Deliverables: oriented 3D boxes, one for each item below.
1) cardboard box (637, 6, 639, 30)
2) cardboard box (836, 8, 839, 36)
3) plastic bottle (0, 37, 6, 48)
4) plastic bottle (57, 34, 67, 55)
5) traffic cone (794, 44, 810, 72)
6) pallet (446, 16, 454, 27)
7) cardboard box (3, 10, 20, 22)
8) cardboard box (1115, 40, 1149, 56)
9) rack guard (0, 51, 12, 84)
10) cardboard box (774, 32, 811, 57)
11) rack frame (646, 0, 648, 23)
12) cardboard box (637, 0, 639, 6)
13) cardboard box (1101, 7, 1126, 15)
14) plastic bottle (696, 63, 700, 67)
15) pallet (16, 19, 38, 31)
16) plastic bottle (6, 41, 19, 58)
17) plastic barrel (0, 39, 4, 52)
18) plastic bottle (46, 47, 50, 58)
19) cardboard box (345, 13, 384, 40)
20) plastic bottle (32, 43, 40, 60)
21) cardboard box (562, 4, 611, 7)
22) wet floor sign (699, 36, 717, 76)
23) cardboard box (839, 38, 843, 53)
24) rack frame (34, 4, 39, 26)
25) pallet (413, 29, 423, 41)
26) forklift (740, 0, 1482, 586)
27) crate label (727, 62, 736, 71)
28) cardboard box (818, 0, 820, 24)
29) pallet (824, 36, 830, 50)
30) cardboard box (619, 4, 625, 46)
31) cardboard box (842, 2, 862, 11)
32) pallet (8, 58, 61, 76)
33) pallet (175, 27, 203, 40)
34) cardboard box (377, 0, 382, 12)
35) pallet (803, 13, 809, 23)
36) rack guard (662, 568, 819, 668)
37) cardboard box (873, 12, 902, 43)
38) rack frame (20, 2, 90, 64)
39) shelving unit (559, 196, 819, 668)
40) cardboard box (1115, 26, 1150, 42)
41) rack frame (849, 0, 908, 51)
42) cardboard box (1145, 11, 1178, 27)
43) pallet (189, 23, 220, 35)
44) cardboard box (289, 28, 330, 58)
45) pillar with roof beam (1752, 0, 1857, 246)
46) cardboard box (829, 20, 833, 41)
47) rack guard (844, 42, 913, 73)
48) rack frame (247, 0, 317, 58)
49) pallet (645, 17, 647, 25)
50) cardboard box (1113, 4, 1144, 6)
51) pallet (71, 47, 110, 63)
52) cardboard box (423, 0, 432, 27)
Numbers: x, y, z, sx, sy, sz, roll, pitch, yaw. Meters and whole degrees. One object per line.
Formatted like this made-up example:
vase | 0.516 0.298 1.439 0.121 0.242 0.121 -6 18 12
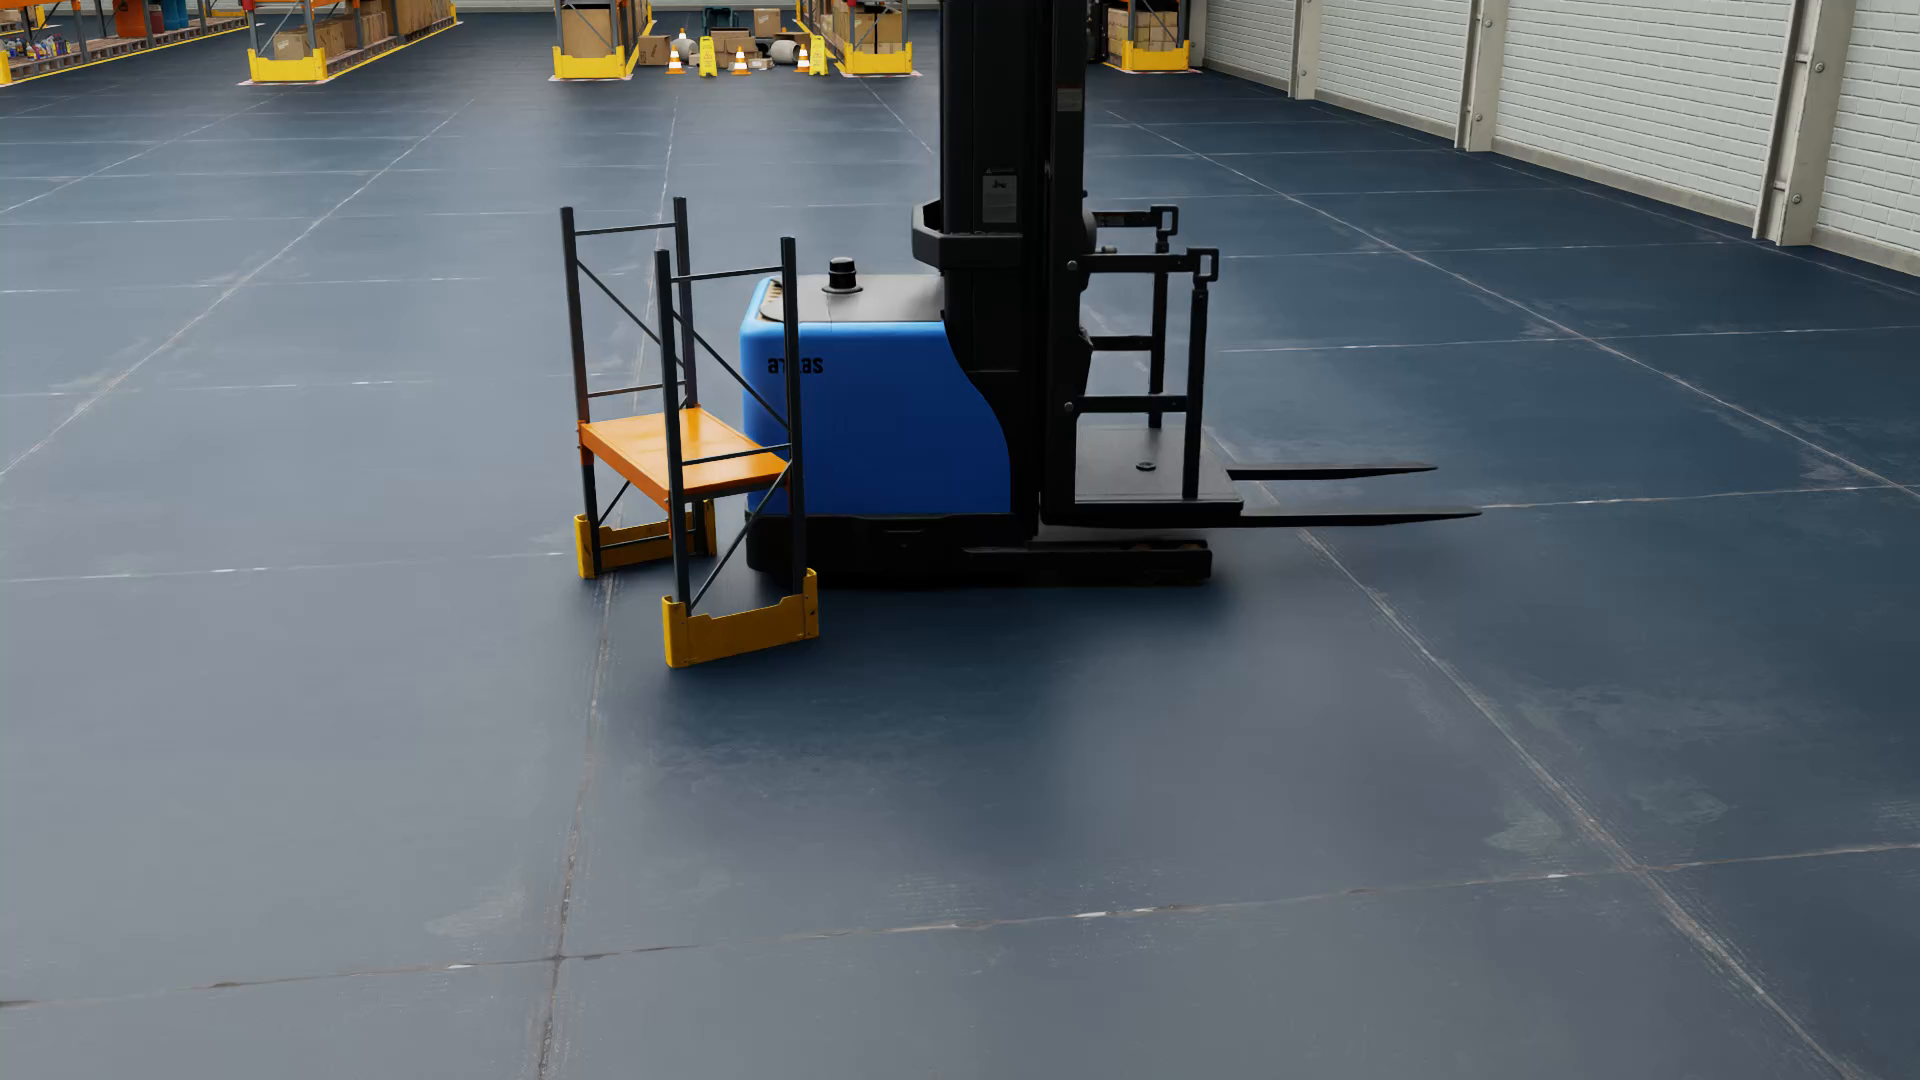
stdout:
cardboard box | -7.380 -11.543 36.808 0.500 0.500 0.500 -3 21 -7
cardboard box | -2.087 -9.843 31.541 0.500 0.500 0.500 -2 21 -6
plastic bottle | -16.908 -8.688 29.348 0.144 0.351 0.185 -3 21 -8
plastic bottle | -16.324 -8.993 30.164 0.144 0.351 0.185 -3 21 -9
traffic cone | -2.756 -8.496 29.303 0.336 0.463 0.334 -3 21 -8
pallet | -13.338 -13.061 41.885 1.003 0.211 1.213 -3 21 -8
cardboard box | -22.904 -12.554 39.843 0.500 0.250 0.500 -3 21 -8
cardboard box | 3.114 -8.908 30.109 0.500 0.250 0.500 -3 21 -7
rack guard | -16.183 -7.704 27.129 1.175 0.500 0.348 -3 21 -8
cardboard box | -3.186 -9.376 31.602 0.500 0.500 0.500 12 24 29
rack frame | -8.608 -14.856 42.704 1.000 3.000 0.127 -3 21 -8
cardboard box | -7.446 -12.061 37.123 0.500 0.250 0.500 -3 21 -7
cardboard box | 2.891 -9.900 31.335 0.500 0.250 0.500 -3 21 -9
plastic bottle | -4.723 -8.668 30.338 0.133 0.061 0.283 -11 23 -26
pallet | -23.207 -12.534 40.472 1.003 0.211 1.213 -3 21 -8
plastic bottle | -16.765 -8.669 29.405 0.152 0.276 0.135 -3 21 -8
plastic barrel | -16.368 -8.280 28.053 0.421 0.512 0.421 0 20 0
plastic bottle | -16.186 -8.649 29.455 0.097 0.201 0.097 0 20 0
cardboard box | -12.168 -10.483 33.942 0.700 0.500 0.500 -5 21 -12
plastic bottle | -16.093 -8.507 28.961 0.061 0.283 0.133 -3 21 -7
cardboard box | -6.593 -9.053 29.605 0.875 0.875 0.875 -3 21 -9
wet floor sign | -4.338 -8.303 28.525 0.267 0.644 0.232 -7 21 -17
cardboard box | -1.948 -9.136 30.721 0.500 0.250 0.500 -4 21 -10
rack frame | -23.334 -14.142 40.794 1.000 3.000 0.127 -3 21 -8
pallet | -12.589 -11.263 37.069 1.003 0.211 1.213 -3 21 -8
forklift | 0.637 -1.374 6.705 3.031 2.935 1.130 -1 20 -2
crate label | -3.980 -8.439 29.615 0.250 0.136 0.298 -15 25 -35
cardboard box | -2.841 -12.434 38.656 0.875 0.875 0.875 -2 21 -6
pallet | -2.287 -10.372 34.685 1.003 0.211 1.213 -3 21 -8
cardboard box | -7.056 -10.054 32.464 1.050 0.750 0.750 -3 21 -8
cardboard box | -1.943 -9.640 30.069 0.380 0.149 0.250 -3 21 -7
pallet | -16.467 -8.272 29.061 1.003 0.211 1.213 -3 21 -8
pallet | -17.785 -11.430 37.518 1.003 0.211 1.213 -3 21 -8
cardboard box | -12.251 -11.027 34.324 0.500 0.250 0.500 -2 21 -6
pallet | -3.531 -13.561 43.224 1.003 0.211 1.213 -3 21 -8
rack guard | -0.799 0.283 6.102 0.587 0.250 0.087 -11 23 -28
cardboard box | -1.264 -9.162 29.718 0.500 0.500 0.500 -4 21 -10
rack frame | -16.702 -10.236 30.335 1.000 3.000 0.127 -3 21 -8
shelving unit | -1.049 -0.453 6.287 0.587 1.500 1.083 -11 23 -28
cardboard box | 3.114 -9.148 30.037 0.500 0.250 0.500 -3 21 -8
rack frame | -1.417 -9.601 28.634 1.000 3.000 0.127 -3 21 -8
cardboard box | 3.612 -9.405 30.012 0.500 0.250 0.500 -3 21 -9
pallet | -17.999 -11.952 38.916 1.003 0.211 1.213 -3 21 -8
cardboard box | -11.489 -8.767 29.373 0.500 0.500 0.500 -1 21 -3
pillar with roof beam | 2.620 -6.500 11.758 9.100 9.000 0.400 -3 21 -8
cardboard box | -2.179 -10.382 33.880 0.950 0.372 0.625 -2 21 -4
rack guard | -1.428 -8.456 29.142 1.175 0.500 0.348 -3 21 -8
rack frame | -11.224 -9.101 27.296 1.000 3.000 0.127 -3 21 -8
pallet | -8.515 -13.240 42.364 1.003 0.211 1.213 -3 21 -8
cardboard box | 3.268 -10.279 32.351 0.500 0.250 0.500 -3 21 -9
pallet | -16.853 -9.200 31.546 1.003 0.211 1.213 -3 21 -8
cardboard box | -12.842 -12.237 38.128 1.225 0.875 0.875 -3 21 -8
